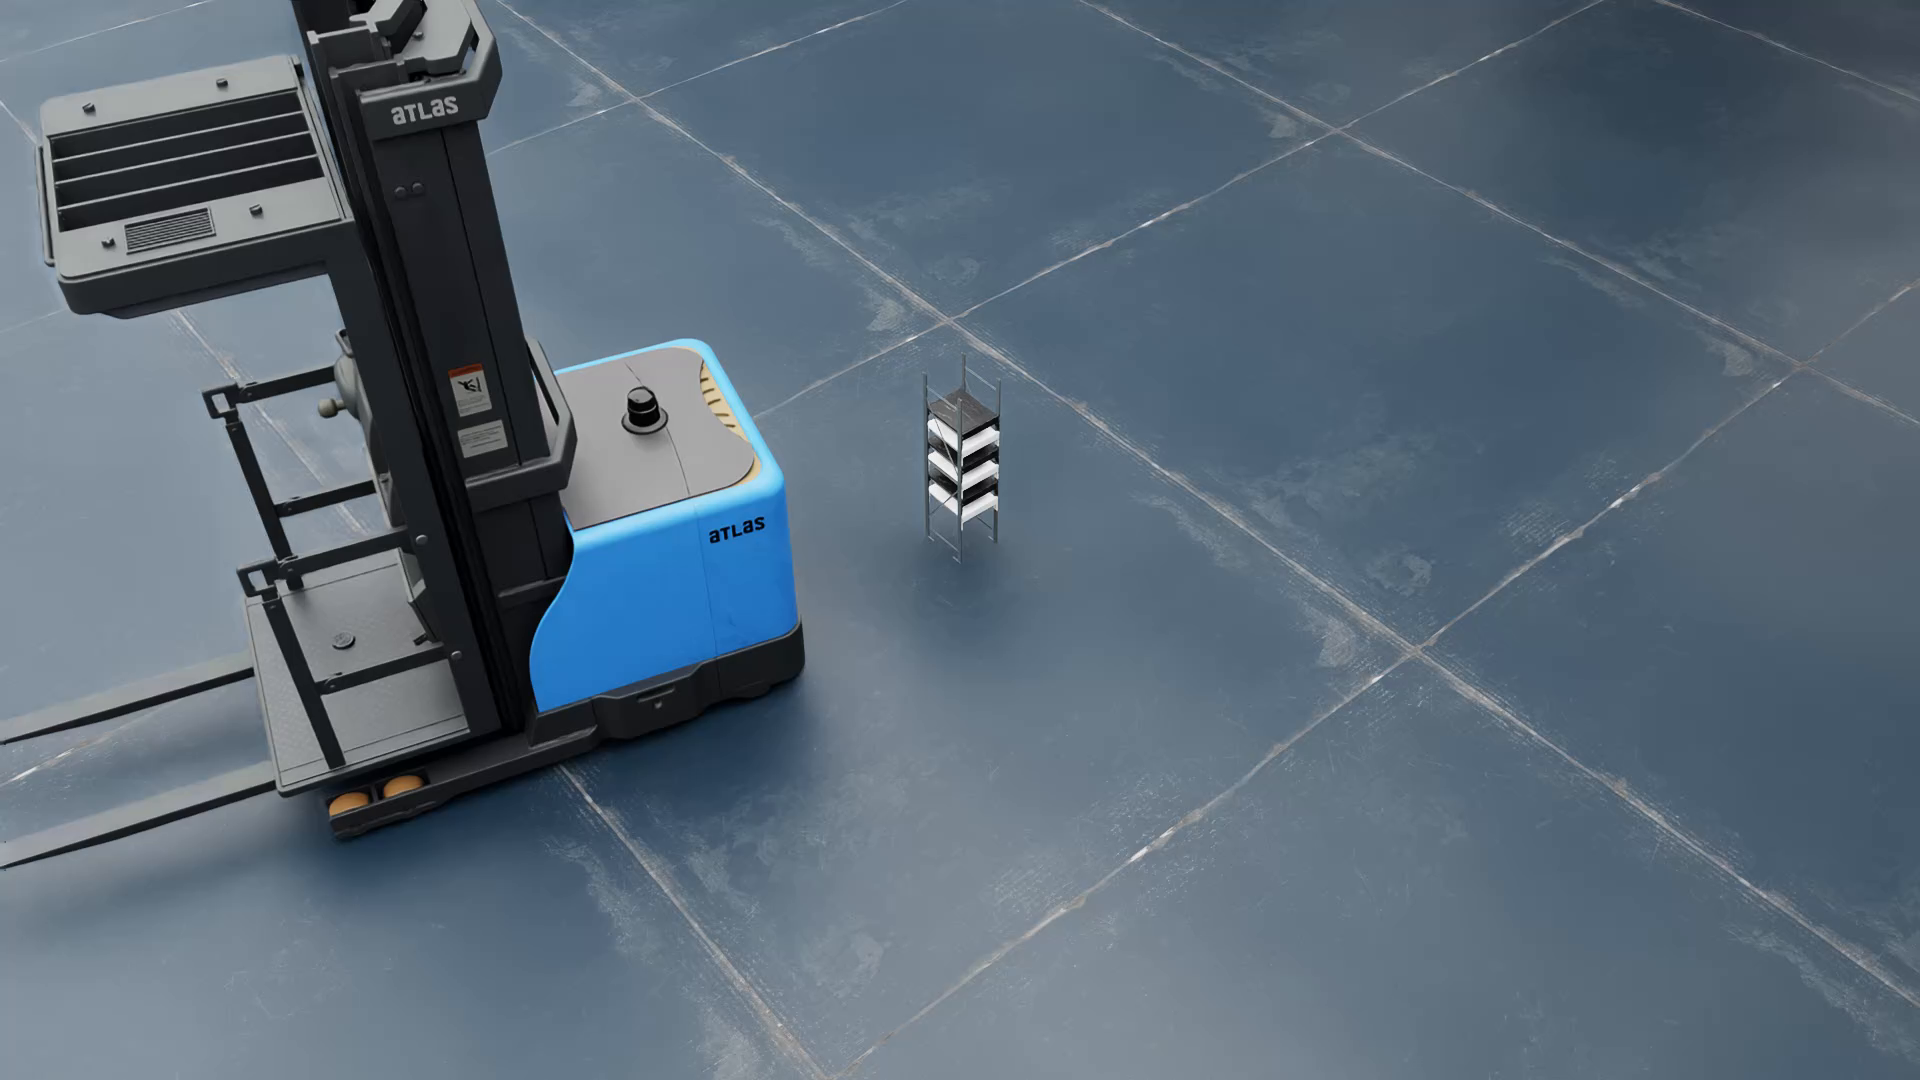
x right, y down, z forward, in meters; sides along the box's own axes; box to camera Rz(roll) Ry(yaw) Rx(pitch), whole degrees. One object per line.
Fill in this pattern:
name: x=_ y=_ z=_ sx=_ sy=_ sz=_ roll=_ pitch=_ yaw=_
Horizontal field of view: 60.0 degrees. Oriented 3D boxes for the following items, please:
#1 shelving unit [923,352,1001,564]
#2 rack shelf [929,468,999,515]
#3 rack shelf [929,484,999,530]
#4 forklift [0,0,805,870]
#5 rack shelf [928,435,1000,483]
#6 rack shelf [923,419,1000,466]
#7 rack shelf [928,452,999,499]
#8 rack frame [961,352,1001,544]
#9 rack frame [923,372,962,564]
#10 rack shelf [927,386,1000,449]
shelving unit: x=0.006 y=-0.332 z=6.999 sx=0.210 sy=0.900 sz=0.258 roll=-30 pitch=51 yaw=-28
rack shelf: x=0.006 y=-0.242 z=7.084 sx=0.200 sy=0.077 sz=0.258 roll=-30 pitch=51 yaw=-28
rack shelf: x=0.006 y=-0.176 z=7.145 sx=0.200 sy=0.077 sz=0.258 roll=-30 pitch=51 yaw=-28
forklift: x=-2.183 y=-0.391 z=5.579 sx=3.031 sy=2.935 sz=1.130 roll=-17 pitch=46 yaw=-18
rack shelf: x=0.006 y=-0.373 z=6.961 sx=0.200 sy=0.077 sz=0.258 roll=-30 pitch=51 yaw=-28
rack shelf: x=0.006 y=-0.438 z=6.899 sx=0.200 sy=0.077 sz=0.258 roll=-30 pitch=51 yaw=-28
rack shelf: x=0.006 y=-0.307 z=7.022 sx=0.200 sy=0.077 sz=0.258 roll=-30 pitch=51 yaw=-28
rack frame: x=0.084 y=-0.376 z=7.047 sx=0.006 sy=0.900 sz=0.240 roll=-30 pitch=51 yaw=-28
rack frame: x=-0.072 y=-0.287 z=6.952 sx=0.006 sy=0.900 sz=0.240 roll=-30 pitch=51 yaw=-28
rack shelf: x=0.006 y=-0.504 z=6.837 sx=0.200 sy=0.077 sz=0.258 roll=-30 pitch=51 yaw=-28
